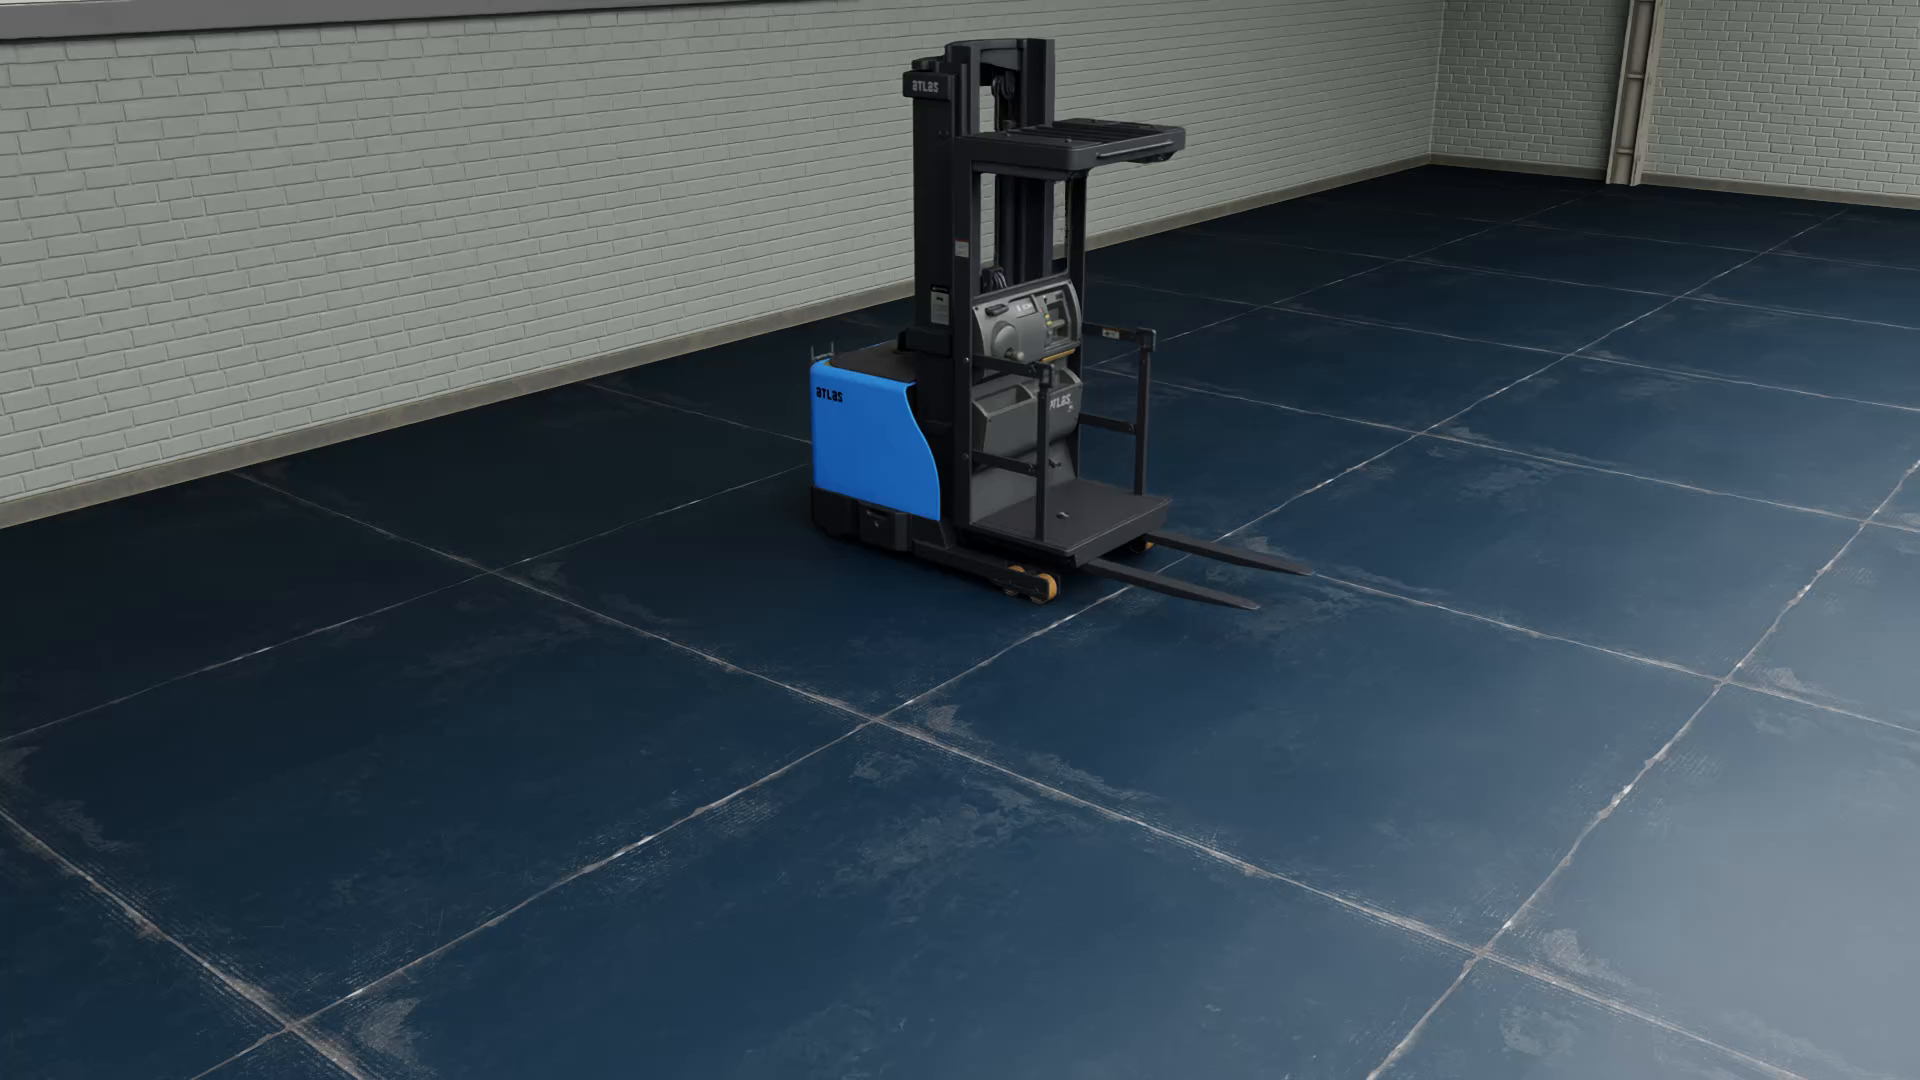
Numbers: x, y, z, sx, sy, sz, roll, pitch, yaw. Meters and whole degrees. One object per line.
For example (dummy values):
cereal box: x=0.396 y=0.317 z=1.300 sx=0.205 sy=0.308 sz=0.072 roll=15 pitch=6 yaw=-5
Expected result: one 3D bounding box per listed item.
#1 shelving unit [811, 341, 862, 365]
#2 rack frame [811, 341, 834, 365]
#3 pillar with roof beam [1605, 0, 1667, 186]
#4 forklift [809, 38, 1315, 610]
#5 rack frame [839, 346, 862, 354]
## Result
shelving unit: x=-0.762 y=-0.714 z=10.564 sx=0.252 sy=1.050 sz=0.215 roll=14 pitch=25 yaw=37
rack frame: x=-0.857 y=-0.738 z=10.637 sx=0.008 sy=1.050 sz=0.200 roll=14 pitch=25 yaw=37
pillar with roof beam: x=6.678 y=-8.091 z=18.869 sx=0.400 sy=9.000 sz=9.100 roll=16 pitch=26 yaw=36
forklift: x=0.549 y=-1.230 z=9.276 sx=3.031 sy=2.935 sz=1.130 roll=16 pitch=26 yaw=36
rack frame: x=-0.667 y=-0.690 z=10.491 sx=0.008 sy=1.050 sz=0.200 roll=14 pitch=25 yaw=37
